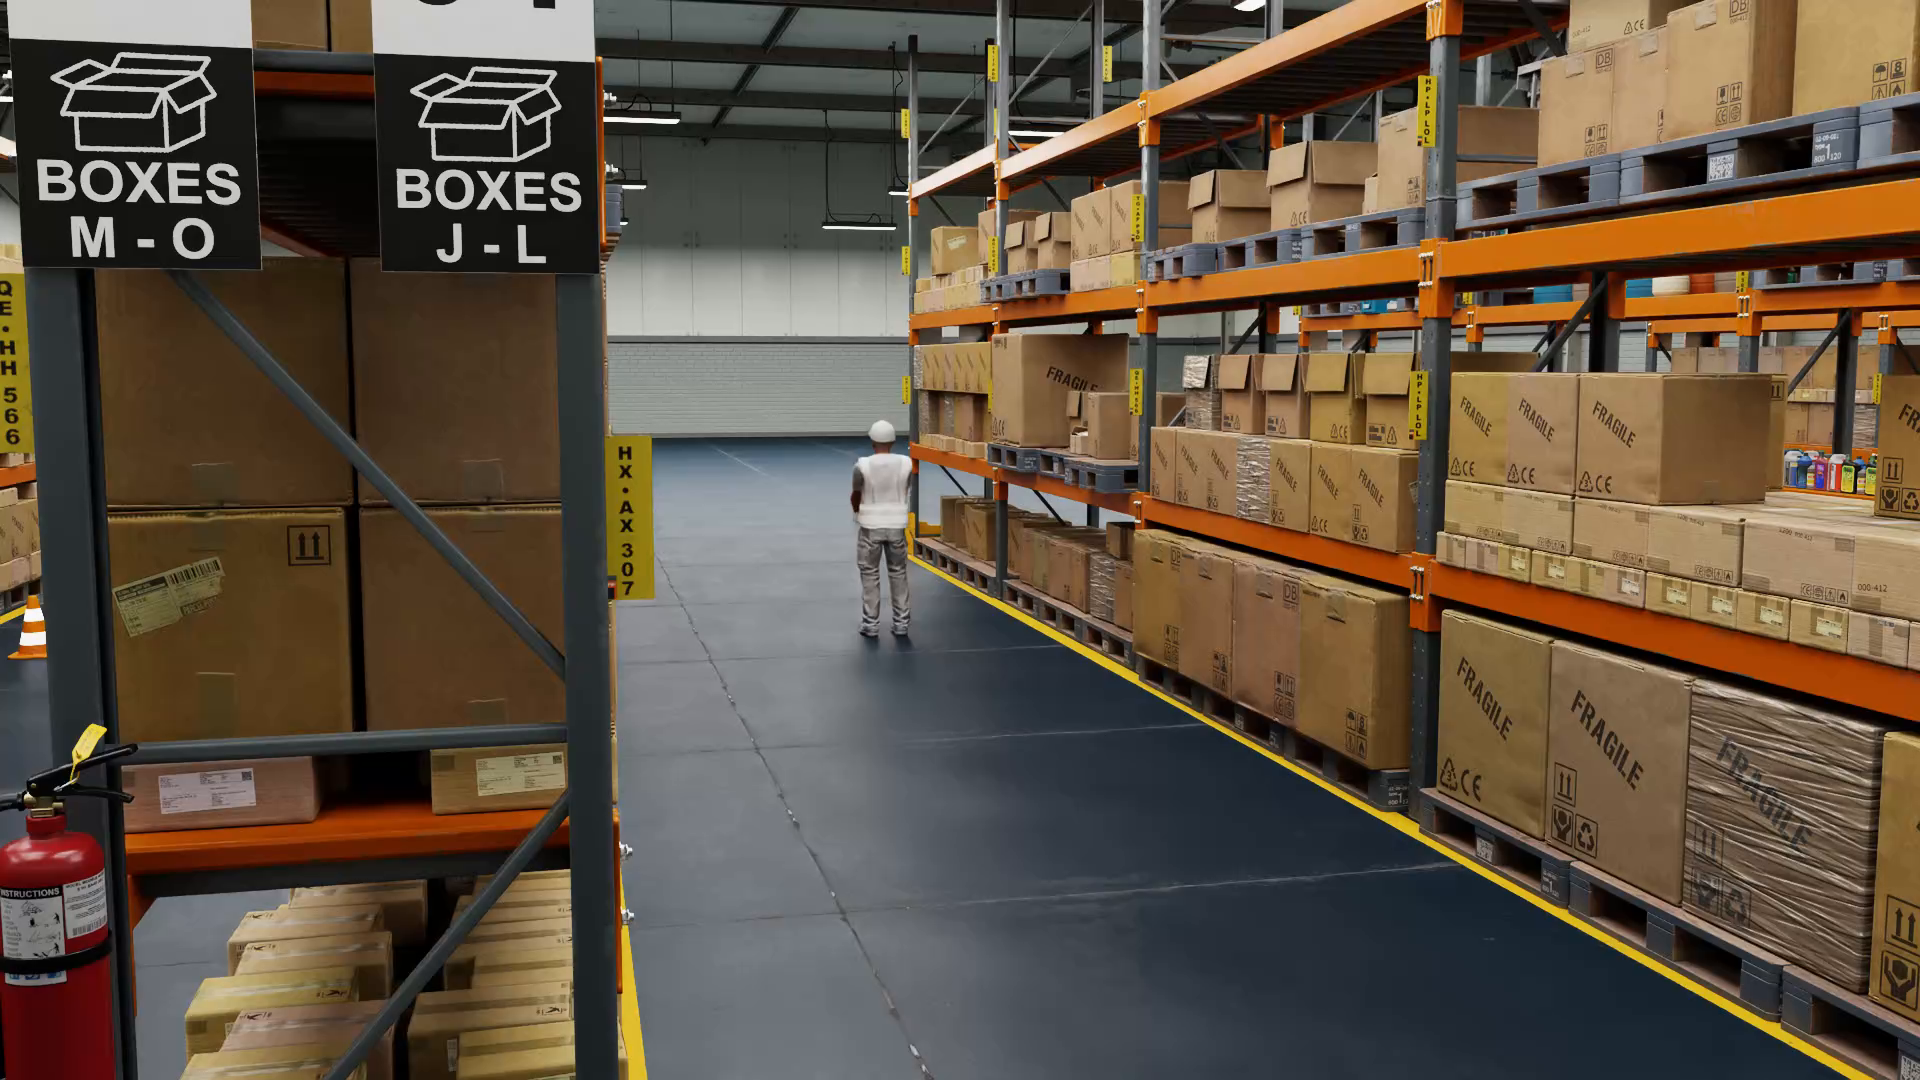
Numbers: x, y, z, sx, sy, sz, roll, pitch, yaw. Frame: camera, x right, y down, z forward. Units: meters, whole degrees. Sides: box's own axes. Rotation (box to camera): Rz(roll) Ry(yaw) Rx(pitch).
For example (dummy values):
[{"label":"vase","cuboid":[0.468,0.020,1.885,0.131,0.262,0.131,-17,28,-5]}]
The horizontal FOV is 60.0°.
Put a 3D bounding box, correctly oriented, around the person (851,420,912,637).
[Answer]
[{"label":"person","cuboid":[-0.677,-0.110,13.834,0.497,1.786,0.572,-2,6,-18]}]
